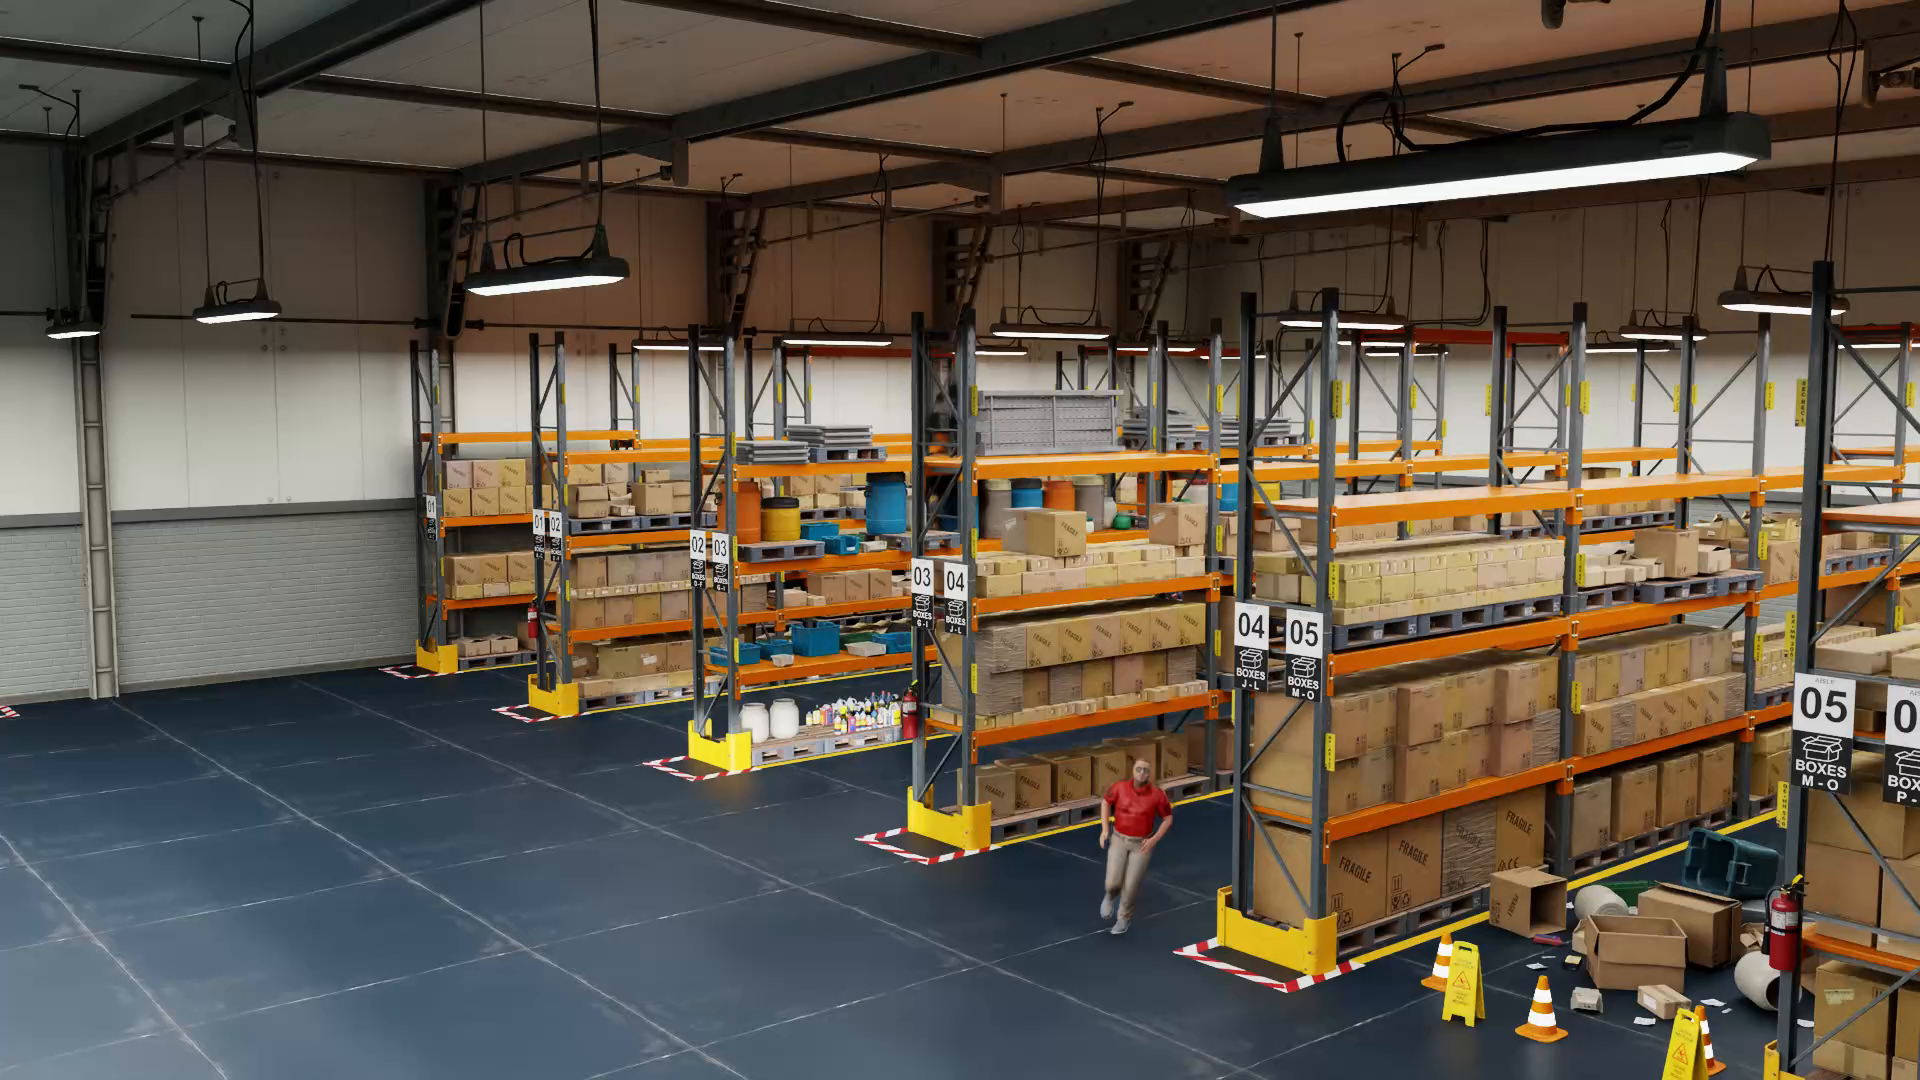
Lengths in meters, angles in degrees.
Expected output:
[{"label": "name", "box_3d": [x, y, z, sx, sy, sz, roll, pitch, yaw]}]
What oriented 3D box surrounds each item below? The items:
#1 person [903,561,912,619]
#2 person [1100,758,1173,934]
[{"label": "person", "box_3d": [-0.962, 1.195, 33.993, 0.628, 1.673, 0.566, 5, 7, 44]}, {"label": "person", "box_3d": [1.660, 2.885, 15.755, 0.693, 1.668, 0.552, 1, 5, 11]}]
